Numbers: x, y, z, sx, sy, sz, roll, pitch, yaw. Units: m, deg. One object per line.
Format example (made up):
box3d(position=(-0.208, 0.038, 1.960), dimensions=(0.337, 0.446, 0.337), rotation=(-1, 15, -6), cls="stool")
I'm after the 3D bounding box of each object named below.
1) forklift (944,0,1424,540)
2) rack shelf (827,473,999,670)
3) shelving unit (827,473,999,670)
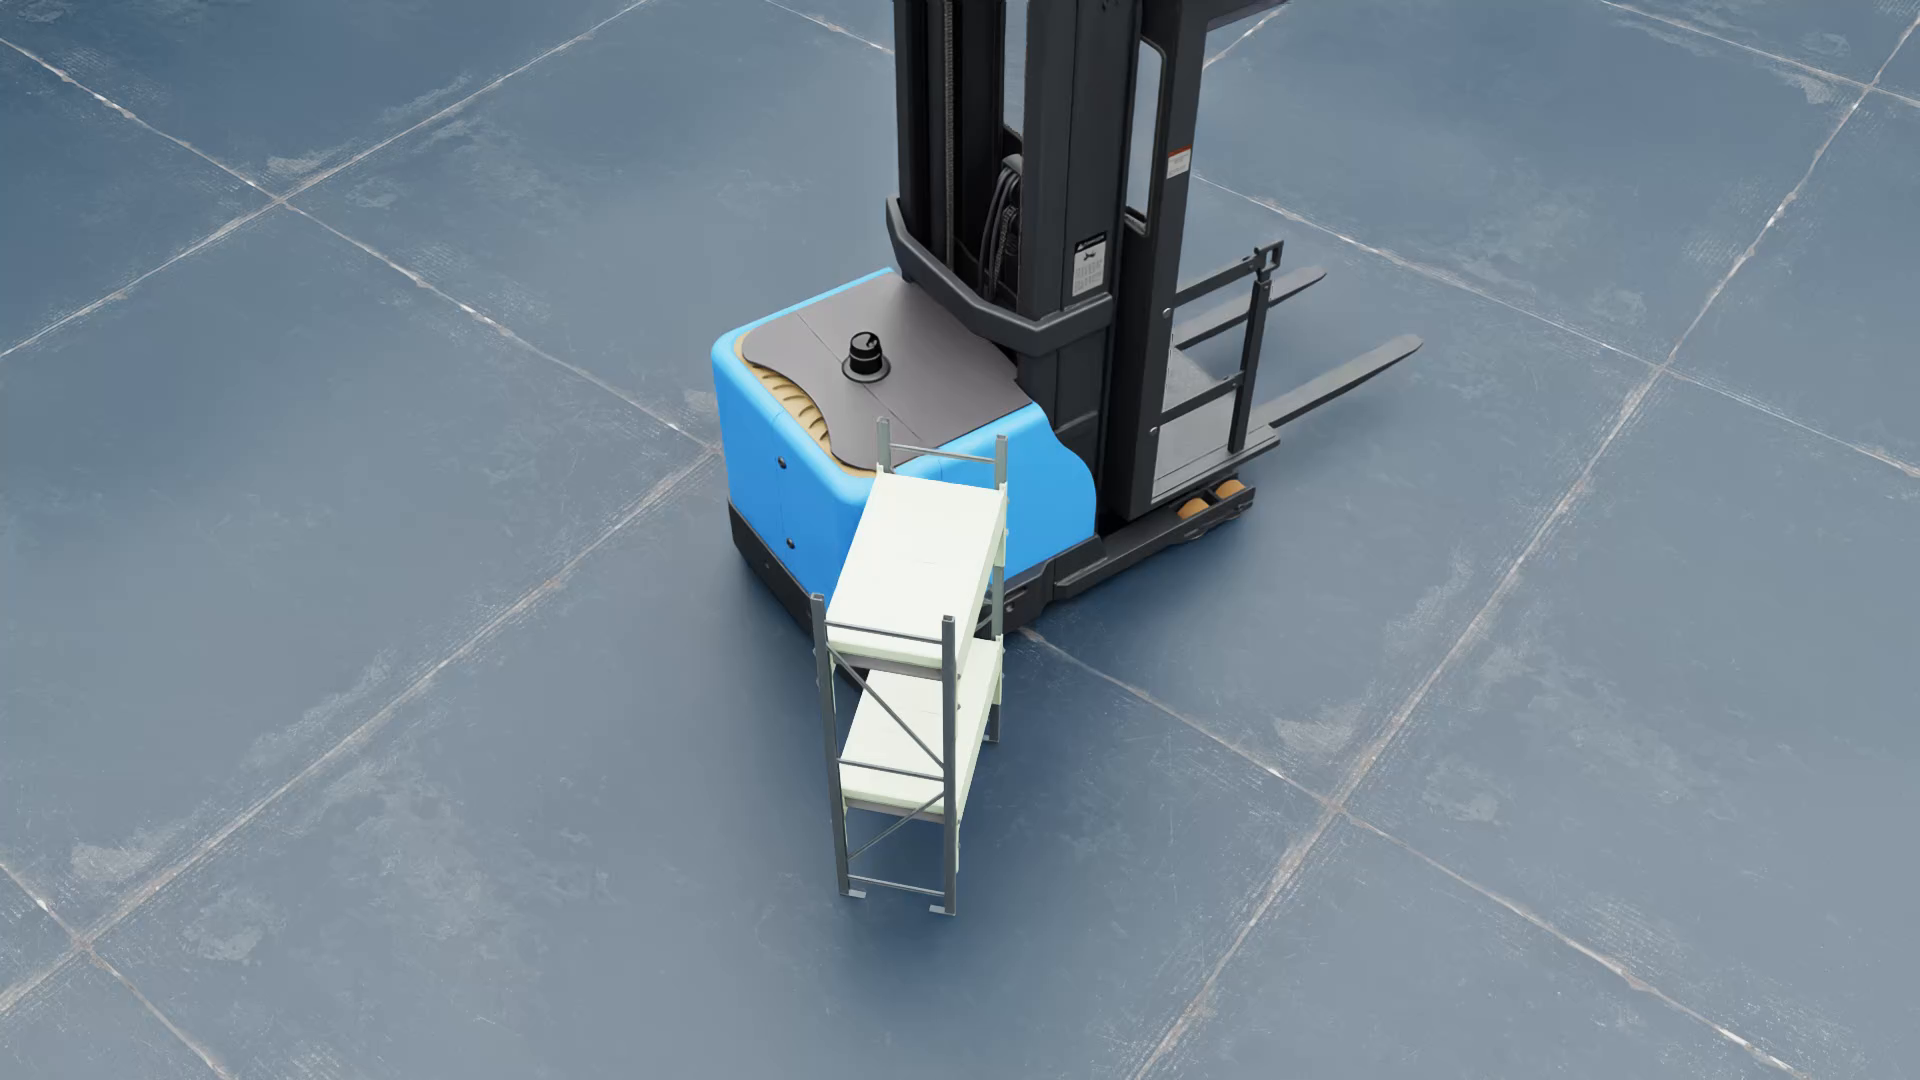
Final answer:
box3d(position=(0.950, -1.413, 6.210), dimensions=(2.170, 2.733, 1.118), rotation=(-26, 52, -23), cls="forklift")
box3d(position=(-0.132, 0.080, 4.912), dimensions=(0.368, 0.052, 0.686), rotation=(9, 47, 8), cls="rack shelf")
box3d(position=(-0.132, 0.080, 4.912), dimensions=(0.368, 0.052, 0.686), rotation=(9, 47, 8), cls="shelving unit")
